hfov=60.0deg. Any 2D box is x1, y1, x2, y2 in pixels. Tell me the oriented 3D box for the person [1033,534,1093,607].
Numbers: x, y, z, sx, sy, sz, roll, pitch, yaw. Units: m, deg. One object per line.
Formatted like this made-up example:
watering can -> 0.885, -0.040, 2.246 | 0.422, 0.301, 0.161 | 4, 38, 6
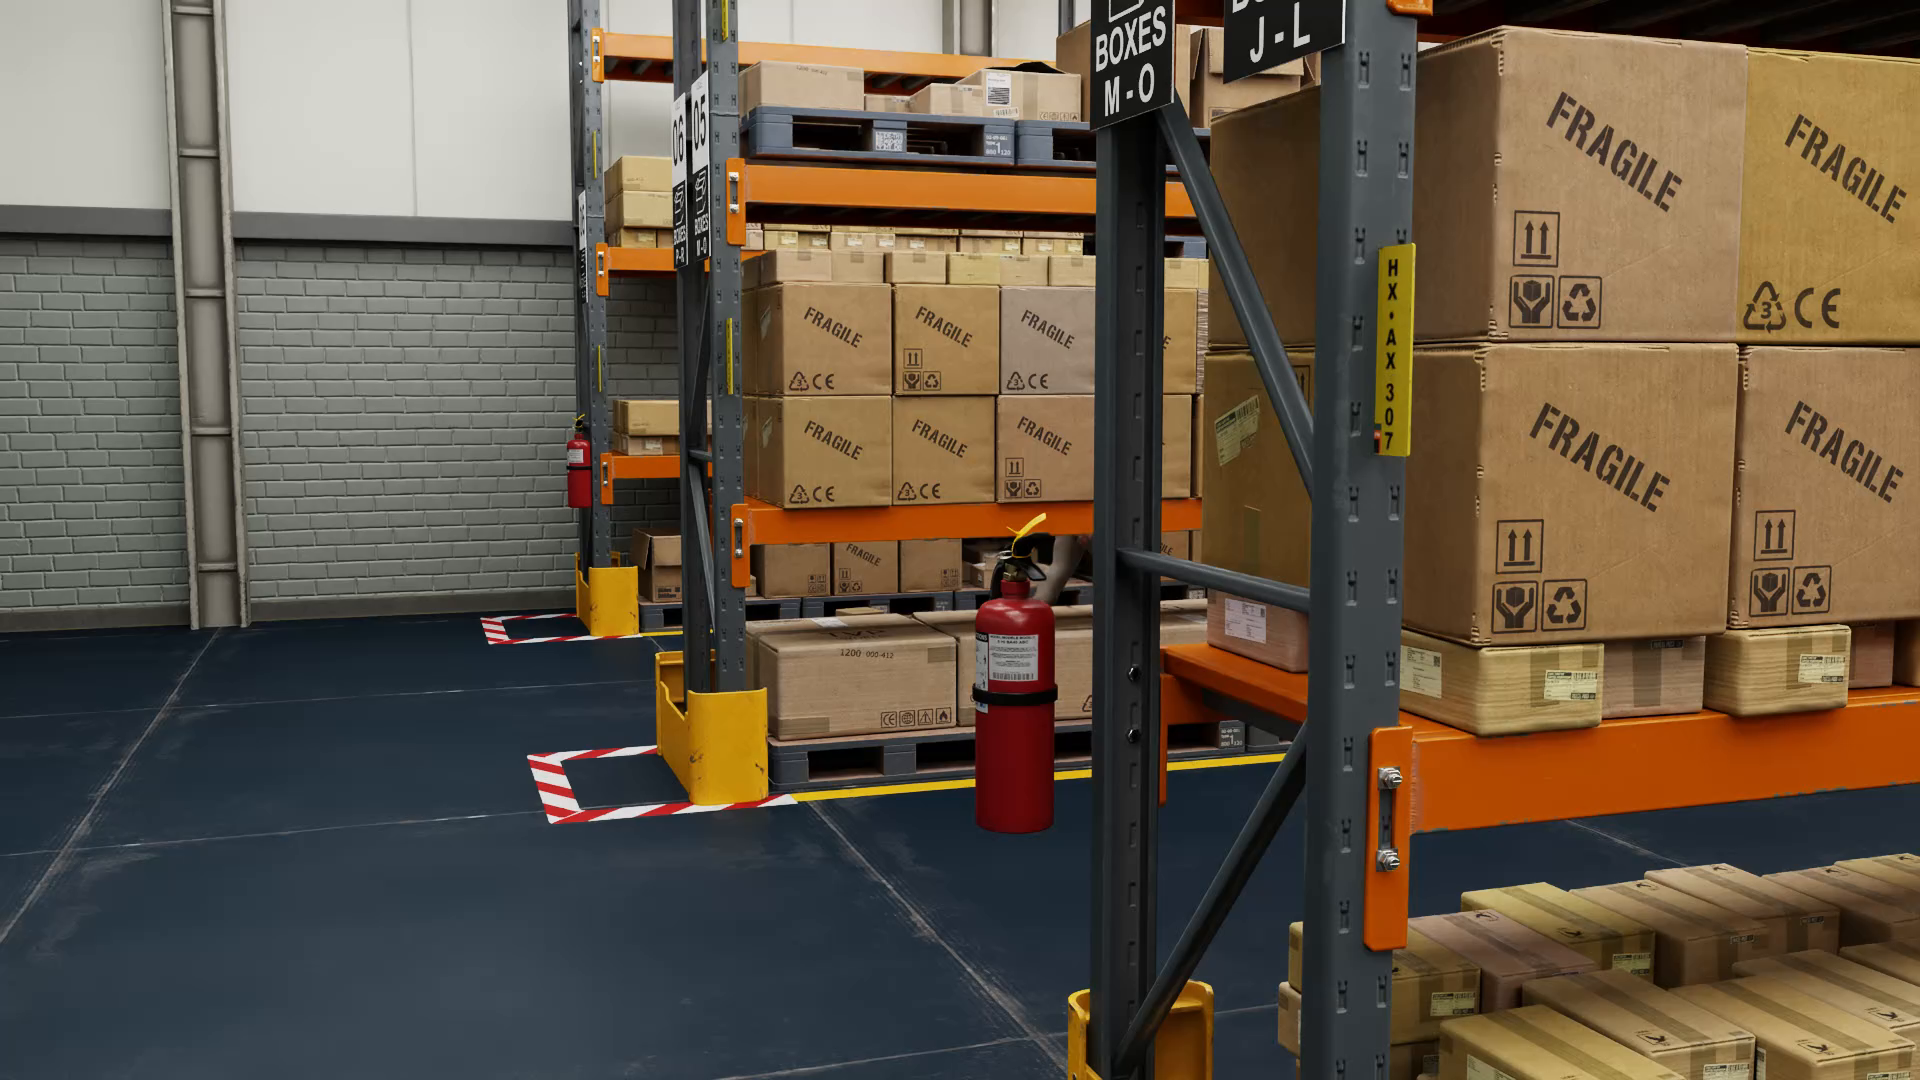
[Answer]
person -> 0.979, -0.163, 11.913 | 1.053, 1.662, 0.578 | -2, 6, -23
